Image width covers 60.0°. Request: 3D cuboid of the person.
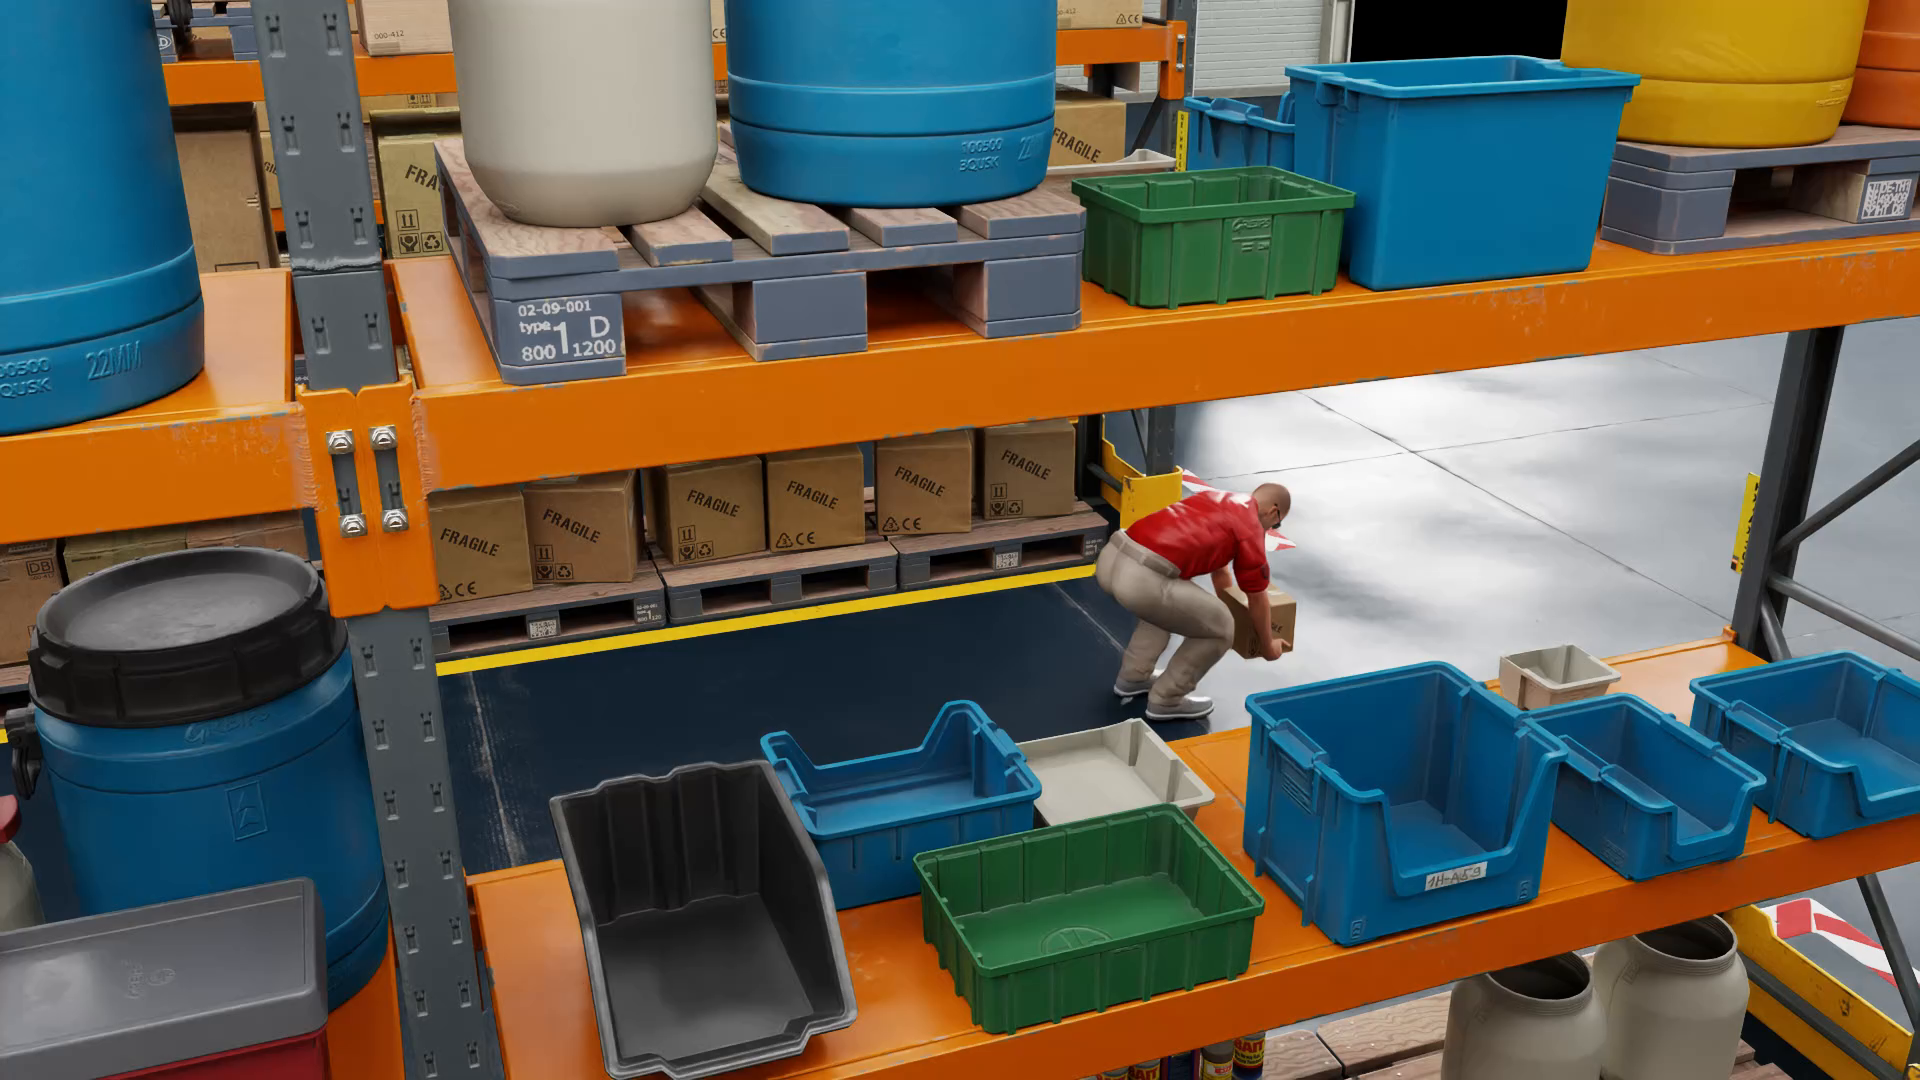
[{"bbox_3d":[1.114,0.161,7.434,0.803,0.794,0.481,-9,24,-21],"label":"person"}]
